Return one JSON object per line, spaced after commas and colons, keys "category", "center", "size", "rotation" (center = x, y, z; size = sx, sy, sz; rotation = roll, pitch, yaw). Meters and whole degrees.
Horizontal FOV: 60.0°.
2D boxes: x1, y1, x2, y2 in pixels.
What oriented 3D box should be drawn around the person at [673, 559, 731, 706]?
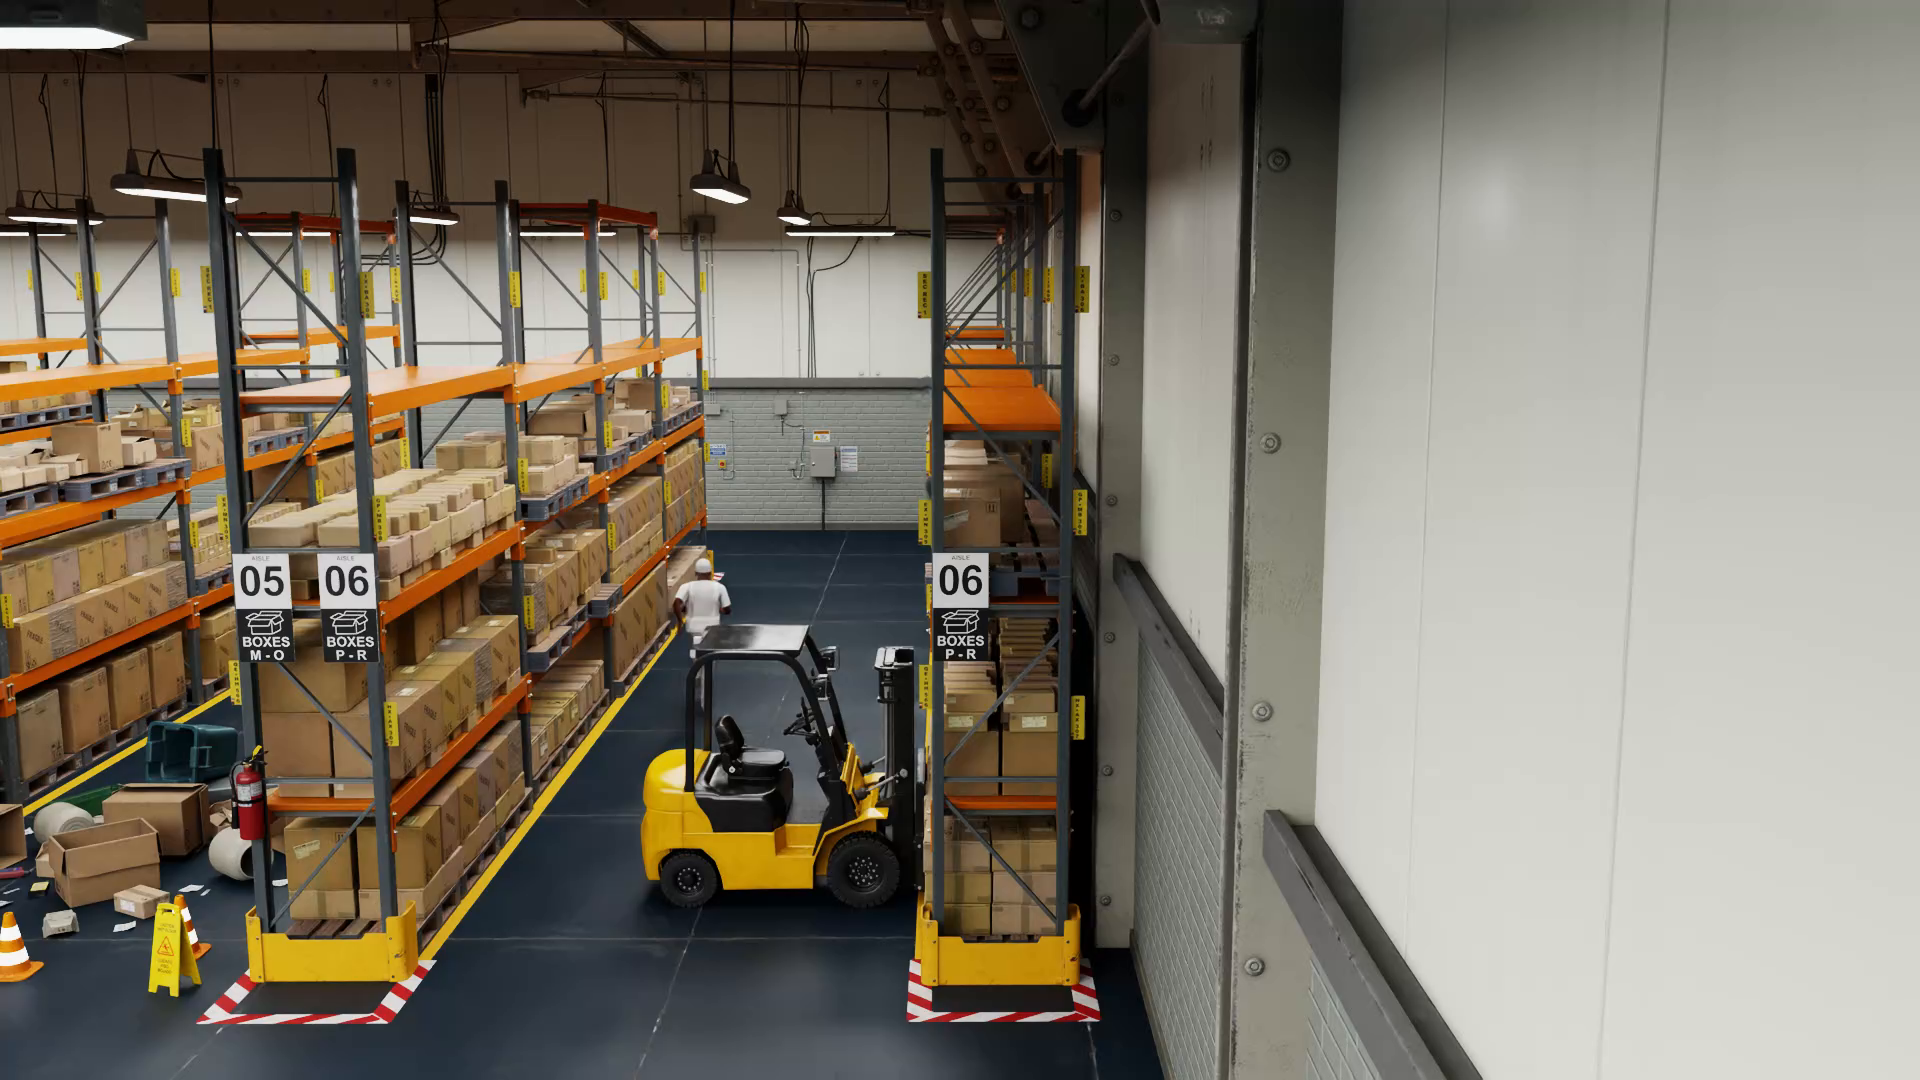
{"category": "person", "center": [-3.058, 1.091, 19.913], "size": [0.631, 1.736, 0.836], "rotation": [1, 9, 3]}
